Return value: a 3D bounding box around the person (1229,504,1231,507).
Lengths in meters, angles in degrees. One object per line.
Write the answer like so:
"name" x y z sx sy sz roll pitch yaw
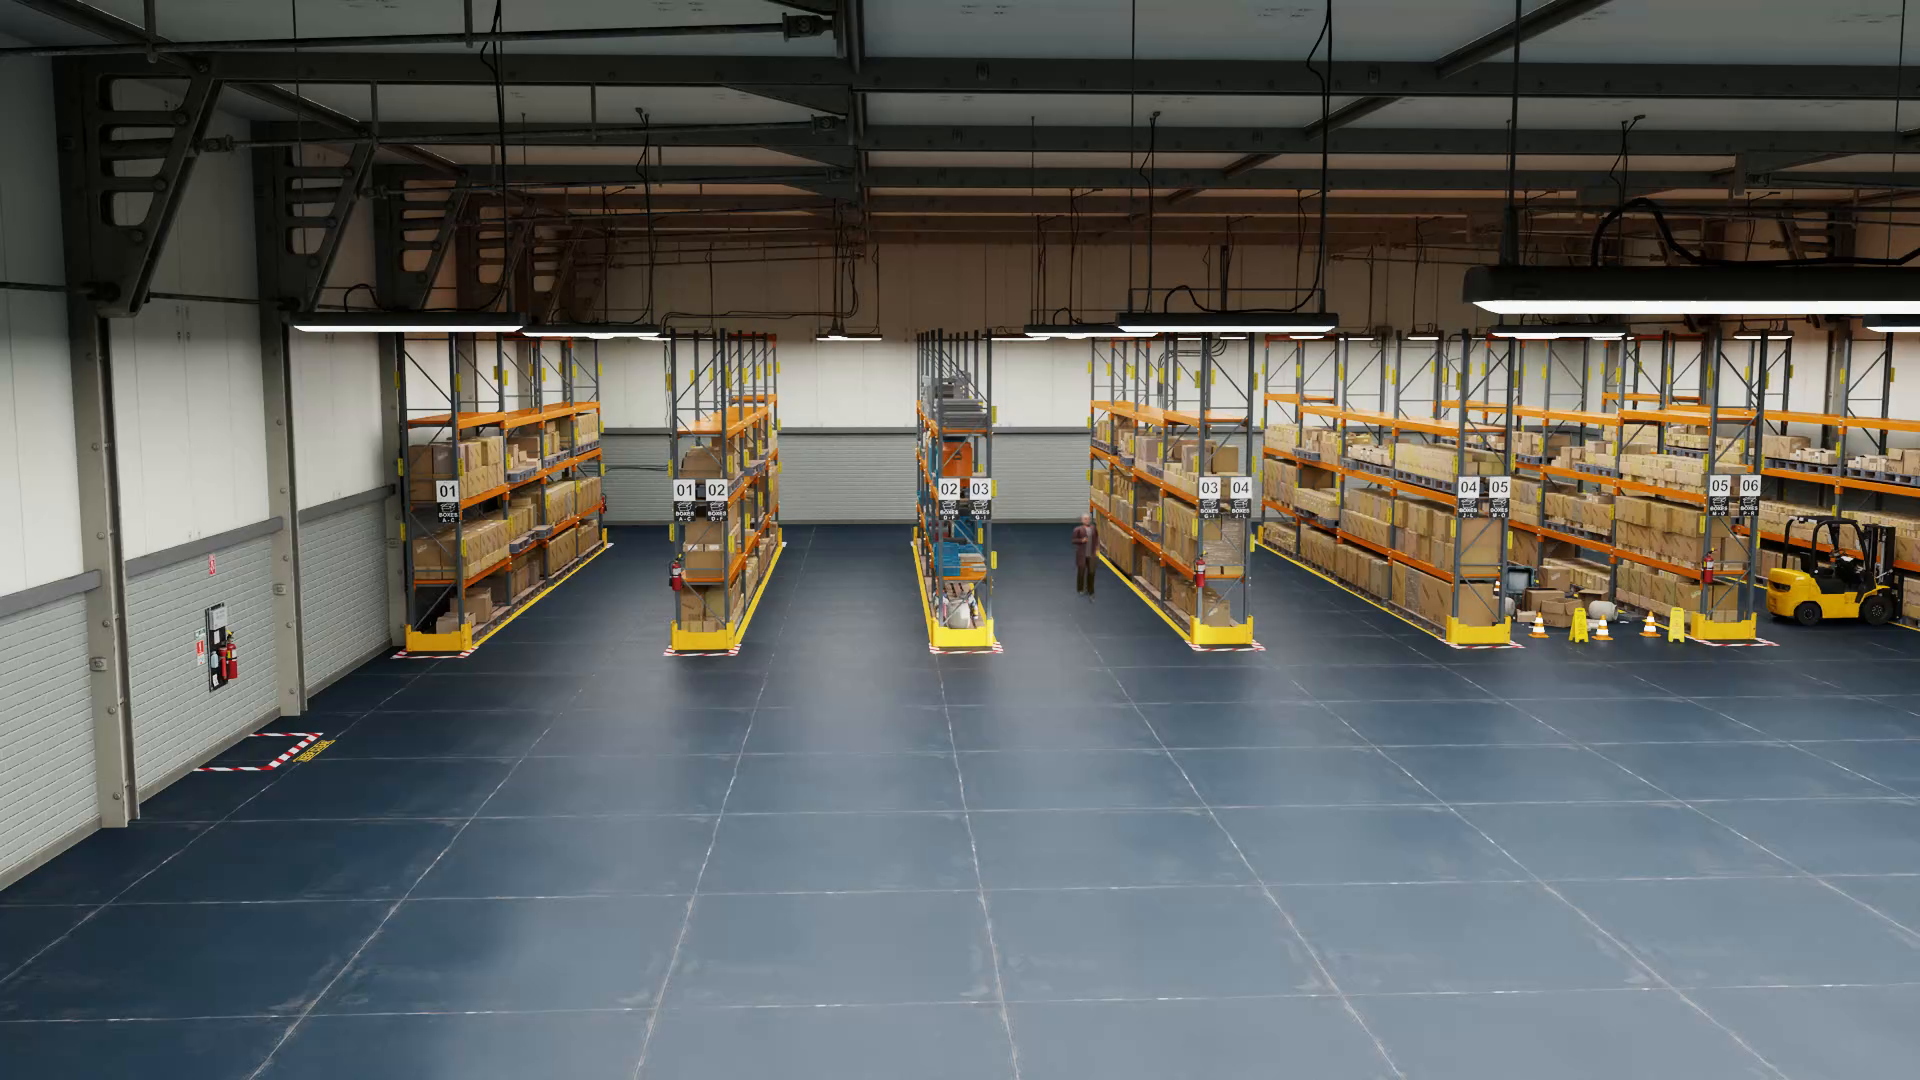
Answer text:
"person" 7.566 -0.772 47.889 0.714 1.748 0.693 6 9 41

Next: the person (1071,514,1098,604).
"person" 2.702 0.393 35.510 0.685 1.903 0.770 -2 7 -13

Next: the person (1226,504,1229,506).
"person" 7.409 -0.693 47.196 0.706 1.738 0.638 2 7 20
